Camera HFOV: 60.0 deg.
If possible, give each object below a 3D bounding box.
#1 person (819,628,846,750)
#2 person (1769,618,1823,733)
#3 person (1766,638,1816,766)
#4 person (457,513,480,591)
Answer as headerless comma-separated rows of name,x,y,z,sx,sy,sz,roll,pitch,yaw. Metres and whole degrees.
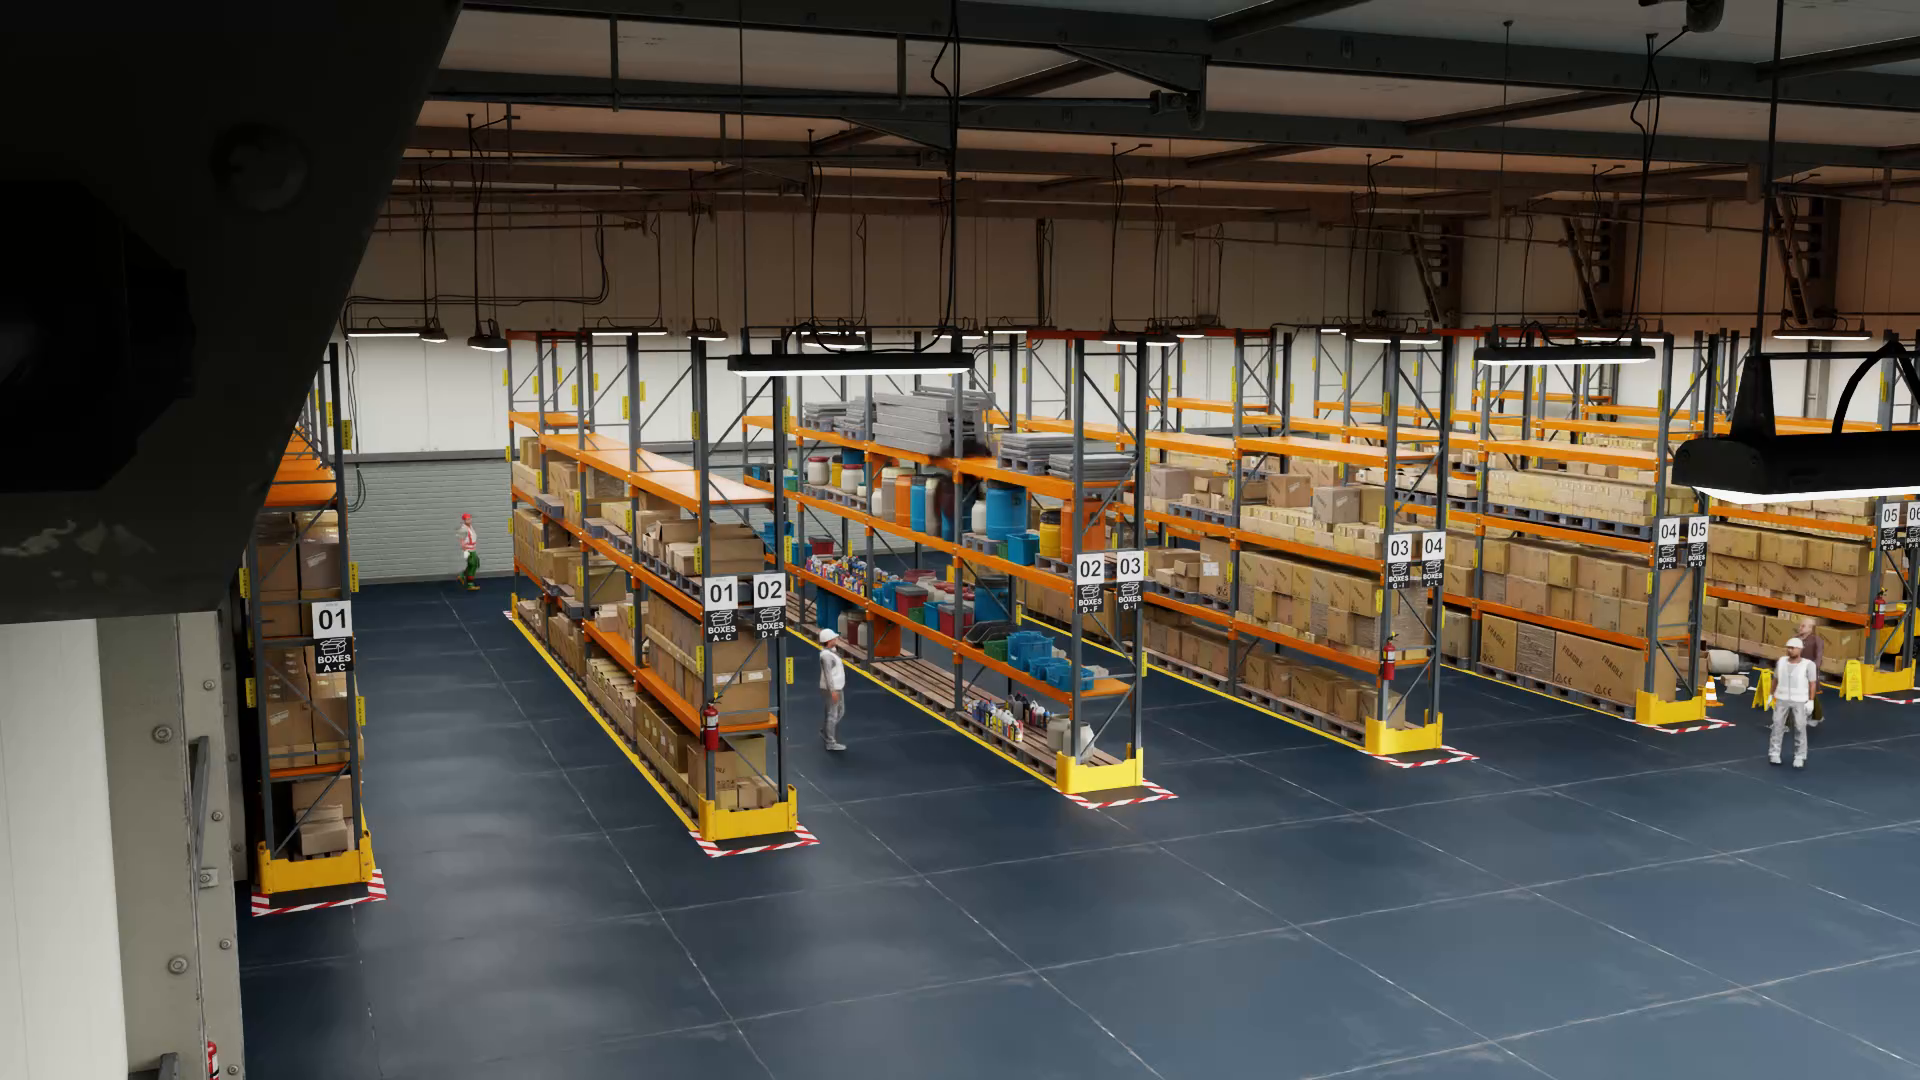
person,-1.876,2.162,24.223,0.480,1.783,0.599,1,8,8
person,12.788,2.048,25.215,1.120,1.738,0.548,-8,11,-44
person,11.681,2.263,23.393,0.614,1.790,0.419,5,9,30
person,-11.259,0.268,38.025,0.525,1.780,0.581,-2,8,-15
